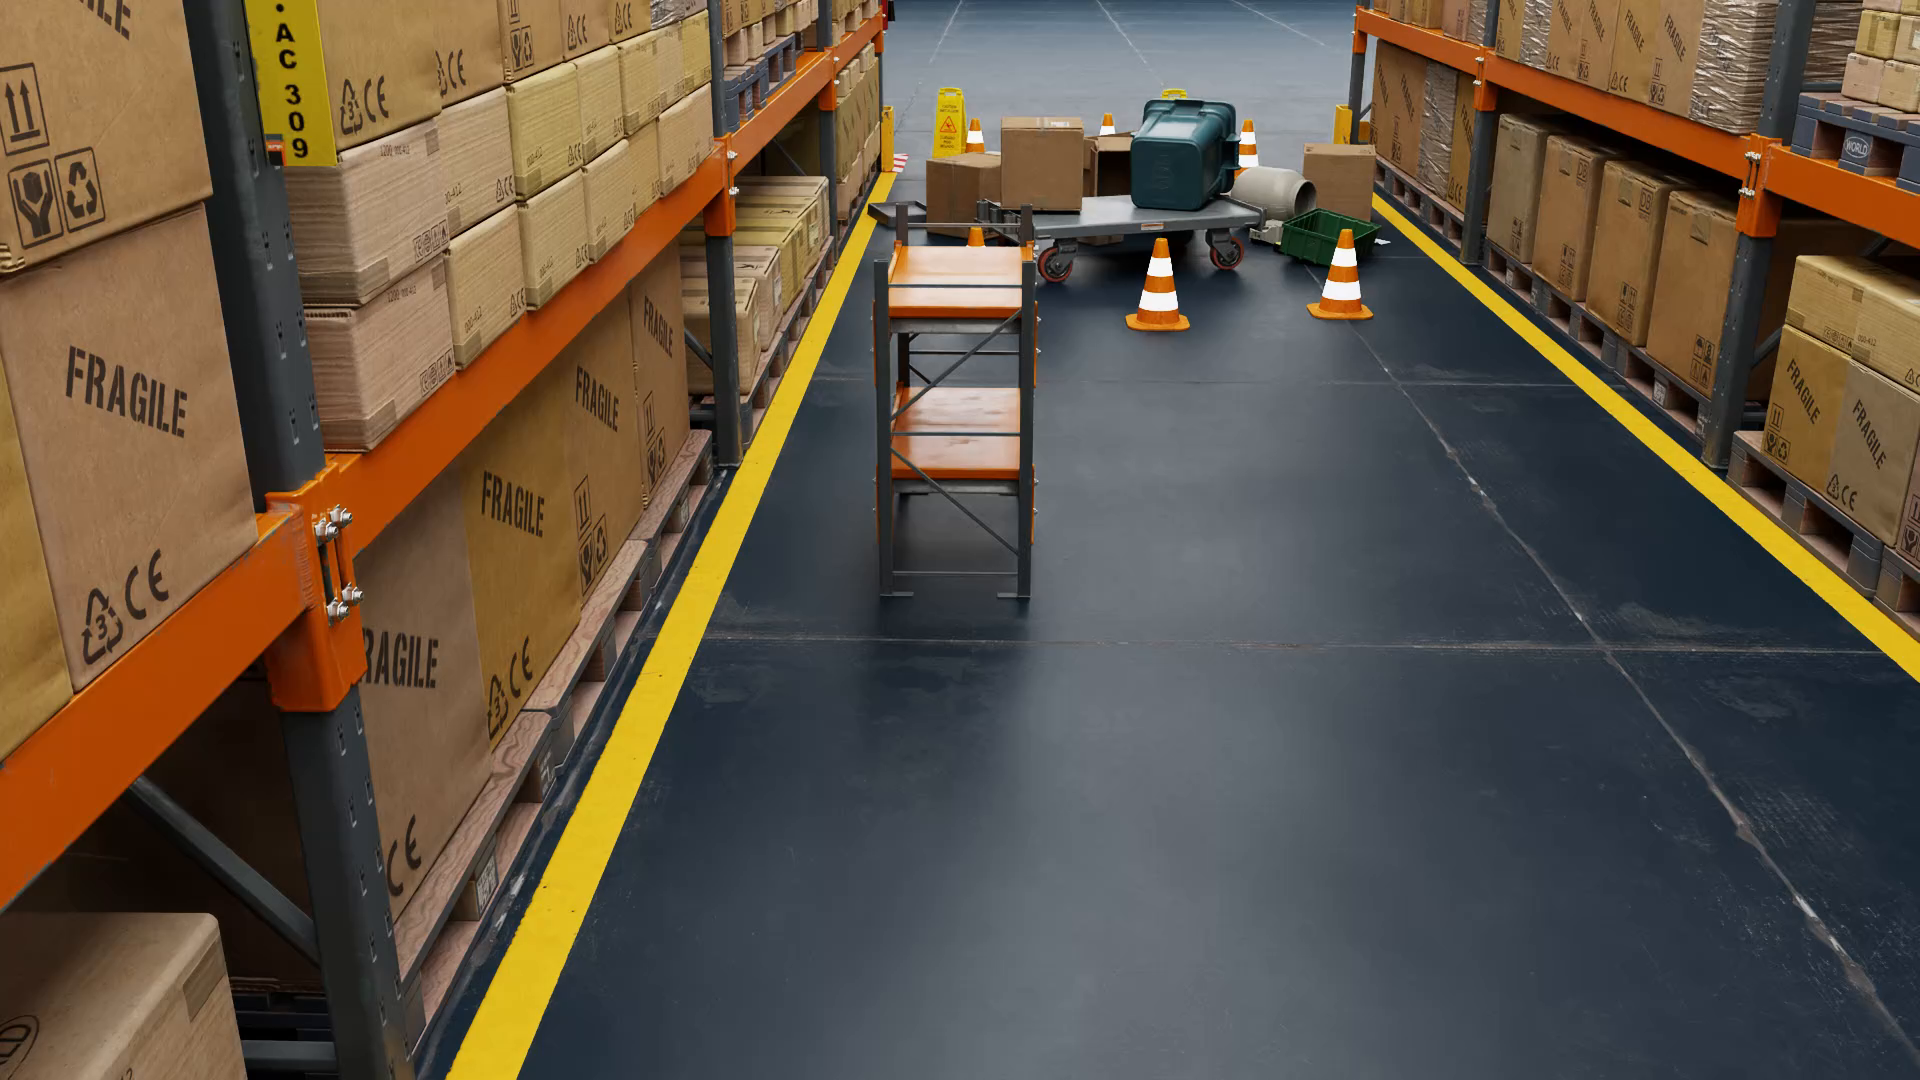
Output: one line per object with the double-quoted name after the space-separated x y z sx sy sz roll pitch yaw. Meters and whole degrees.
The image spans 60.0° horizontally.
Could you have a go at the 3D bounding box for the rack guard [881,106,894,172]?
-1.156 -3.412 14.132 1.175 0.500 0.348 1 21 2 "rack guard"

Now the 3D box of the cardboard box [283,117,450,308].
-1.224 -0.586 2.908 0.500 0.250 0.500 0 21 0 "cardboard box"

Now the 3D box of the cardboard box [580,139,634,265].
-1.172 -0.906 4.423 0.500 0.250 0.500 0 21 1 "cardboard box"

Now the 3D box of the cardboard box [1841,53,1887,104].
3.338 -1.614 5.808 0.380 0.149 0.250 0 21 1 "cardboard box"

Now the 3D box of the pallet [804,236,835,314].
-1.298 -1.577 9.803 1.003 0.211 1.213 1 21 2 "pallet"

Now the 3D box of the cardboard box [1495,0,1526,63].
3.390 -3.000 9.477 0.500 0.500 0.500 1 21 2 "cardboard box"

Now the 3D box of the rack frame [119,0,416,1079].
-1.522 -0.266 2.569 0.949 2.616 0.053 1 21 2 "rack frame"

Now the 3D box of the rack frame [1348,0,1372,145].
3.797 -4.587 13.705 1.000 3.000 0.127 1 21 2 "rack frame"

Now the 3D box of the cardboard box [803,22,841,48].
-0.946 -3.152 10.354 0.380 0.149 0.250 1 21 1 "cardboard box"

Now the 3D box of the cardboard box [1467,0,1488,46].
3.674 -3.344 10.294 0.875 0.550 0.550 1 21 2 "cardboard box"

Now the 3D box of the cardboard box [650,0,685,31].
-1.159 -1.850 5.130 0.500 0.500 0.500 1 21 3 "cardboard box"

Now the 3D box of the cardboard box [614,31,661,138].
-1.165 -1.327 4.819 0.500 0.250 0.500 0 21 0 "cardboard box"

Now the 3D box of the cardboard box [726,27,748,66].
-1.105 -2.107 7.080 0.380 0.149 0.250 -1 21 -2 "cardboard box"

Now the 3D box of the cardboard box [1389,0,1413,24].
3.693 -4.122 12.299 0.875 0.550 0.550 1 21 2 "cardboard box"

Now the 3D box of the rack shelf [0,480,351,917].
-1.580 0.792 0.835 1.077 0.370 4.000 1 21 2 "rack shelf"

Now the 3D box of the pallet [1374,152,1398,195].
3.851 -2.997 13.462 1.003 0.211 1.213 1 21 2 "pallet"

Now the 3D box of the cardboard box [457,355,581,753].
-1.560 -0.023 4.299 0.875 0.875 0.875 1 21 3 "cardboard box"

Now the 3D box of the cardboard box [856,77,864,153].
-0.966 -3.014 11.834 0.500 0.500 0.500 2 21 4 "cardboard box"

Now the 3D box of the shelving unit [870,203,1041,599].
0.000 -0.522 5.819 0.538 1.125 1.048 1 21 2 "shelving unit"

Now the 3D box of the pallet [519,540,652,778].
-1.537 0.312 4.934 1.003 0.211 1.213 1 21 2 "pallet"

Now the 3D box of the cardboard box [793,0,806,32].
-1.017 -2.768 8.782 0.380 0.149 0.250 1 21 2 "cardboard box"

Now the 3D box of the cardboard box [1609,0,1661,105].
3.331 -2.268 7.590 0.500 0.500 0.500 0 21 1 "cardboard box"

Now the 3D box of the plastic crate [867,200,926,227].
-0.408 -2.356 11.992 0.402 0.080 0.583 -7 22 -17 "plastic crate"

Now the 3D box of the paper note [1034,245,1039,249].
0.446 -1.948 11.006 0.148 0.019 0.142 1 21 2 "paper note"

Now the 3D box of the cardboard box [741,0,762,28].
-1.144 -2.442 7.047 0.500 0.500 0.500 2 21 4 "cardboard box"

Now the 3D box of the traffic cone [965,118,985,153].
0.122 -3.253 13.773 0.336 0.463 0.334 1 21 2 "traffic cone"

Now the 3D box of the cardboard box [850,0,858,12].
-0.964 -3.863 11.290 0.500 0.500 0.500 0 21 1 "cardboard box"

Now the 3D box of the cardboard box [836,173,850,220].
-0.988 -2.283 10.987 0.500 0.250 0.500 0 21 -1 "cardboard box"

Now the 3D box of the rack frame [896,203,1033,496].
0.015 -0.706 6.293 0.500 1.125 0.032 1 21 2 "rack frame"

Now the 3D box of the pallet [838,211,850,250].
-1.291 -2.102 11.155 1.003 0.211 1.213 1 21 2 "pallet"

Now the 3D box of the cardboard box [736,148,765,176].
-1.526 -2.639 10.868 0.500 0.500 0.500 0 21 1 "cardboard box"

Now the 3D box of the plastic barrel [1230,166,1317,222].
2.176 -2.367 11.544 0.512 0.421 0.421 18 27 38 "plastic barrel"

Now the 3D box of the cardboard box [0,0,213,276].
-1.257 -0.606 1.922 0.500 0.500 0.500 0 21 1 "cardboard box"

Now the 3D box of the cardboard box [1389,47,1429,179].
3.817 -3.228 12.559 0.875 0.875 0.875 0 21 1 "cardboard box"

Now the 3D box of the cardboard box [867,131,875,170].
-0.933 -3.037 12.929 0.500 0.250 0.500 1 21 2 "cardboard box"

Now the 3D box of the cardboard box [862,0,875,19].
-0.855 -4.072 12.724 0.380 0.149 0.250 1 21 3 "cardboard box"

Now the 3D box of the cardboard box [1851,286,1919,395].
3.275 -0.645 5.382 0.500 0.250 0.500 0 21 1 "cardboard box"

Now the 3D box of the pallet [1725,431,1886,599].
3.528 -0.112 6.026 1.003 0.211 1.213 1 21 2 "pallet"

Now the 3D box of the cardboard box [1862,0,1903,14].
3.346 -1.884 5.683 0.380 0.149 0.250 1 21 2 "cardboard box"

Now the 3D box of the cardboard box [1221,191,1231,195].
1.886 -2.508 12.126 0.396 0.266 0.258 4 22 11 "cardboard box"

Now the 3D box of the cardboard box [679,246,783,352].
-1.356 -1.154 7.910 0.950 0.372 0.625 0 21 1 "cardboard box"

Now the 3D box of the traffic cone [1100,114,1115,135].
1.242 -3.364 14.058 0.336 0.463 0.334 1 21 2 "traffic cone"

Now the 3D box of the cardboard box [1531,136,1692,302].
3.713 -1.714 8.829 1.050 0.750 0.750 1 21 2 "cardboard box"

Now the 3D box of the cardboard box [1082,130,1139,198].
1.323 -2.778 12.494 0.797 0.503 0.637 -16 26 -35 "cardboard box"

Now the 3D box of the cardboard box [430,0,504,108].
-1.231 -1.119 3.247 0.500 0.500 0.500 1 21 1 "cardboard box"

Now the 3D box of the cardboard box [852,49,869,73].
-0.882 -3.559 12.342 0.380 0.149 0.250 2 21 4 "cardboard box"
